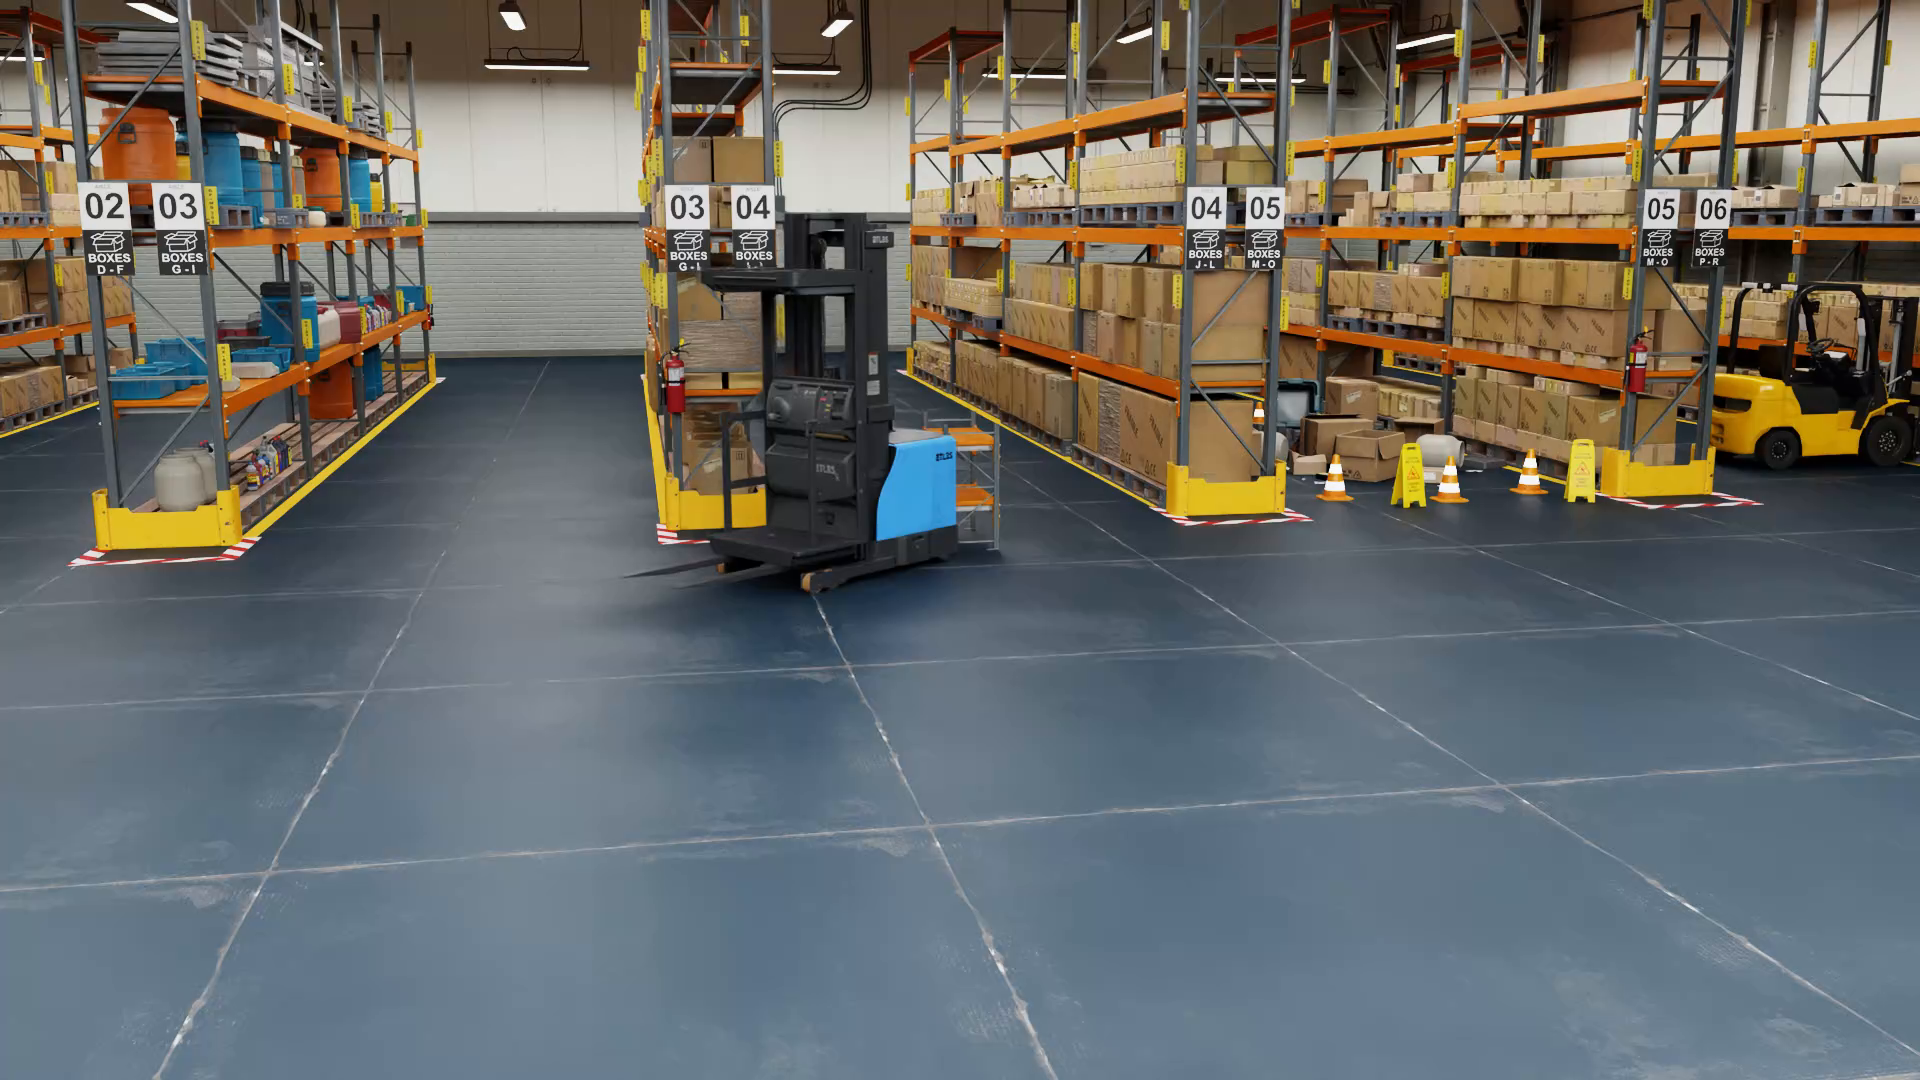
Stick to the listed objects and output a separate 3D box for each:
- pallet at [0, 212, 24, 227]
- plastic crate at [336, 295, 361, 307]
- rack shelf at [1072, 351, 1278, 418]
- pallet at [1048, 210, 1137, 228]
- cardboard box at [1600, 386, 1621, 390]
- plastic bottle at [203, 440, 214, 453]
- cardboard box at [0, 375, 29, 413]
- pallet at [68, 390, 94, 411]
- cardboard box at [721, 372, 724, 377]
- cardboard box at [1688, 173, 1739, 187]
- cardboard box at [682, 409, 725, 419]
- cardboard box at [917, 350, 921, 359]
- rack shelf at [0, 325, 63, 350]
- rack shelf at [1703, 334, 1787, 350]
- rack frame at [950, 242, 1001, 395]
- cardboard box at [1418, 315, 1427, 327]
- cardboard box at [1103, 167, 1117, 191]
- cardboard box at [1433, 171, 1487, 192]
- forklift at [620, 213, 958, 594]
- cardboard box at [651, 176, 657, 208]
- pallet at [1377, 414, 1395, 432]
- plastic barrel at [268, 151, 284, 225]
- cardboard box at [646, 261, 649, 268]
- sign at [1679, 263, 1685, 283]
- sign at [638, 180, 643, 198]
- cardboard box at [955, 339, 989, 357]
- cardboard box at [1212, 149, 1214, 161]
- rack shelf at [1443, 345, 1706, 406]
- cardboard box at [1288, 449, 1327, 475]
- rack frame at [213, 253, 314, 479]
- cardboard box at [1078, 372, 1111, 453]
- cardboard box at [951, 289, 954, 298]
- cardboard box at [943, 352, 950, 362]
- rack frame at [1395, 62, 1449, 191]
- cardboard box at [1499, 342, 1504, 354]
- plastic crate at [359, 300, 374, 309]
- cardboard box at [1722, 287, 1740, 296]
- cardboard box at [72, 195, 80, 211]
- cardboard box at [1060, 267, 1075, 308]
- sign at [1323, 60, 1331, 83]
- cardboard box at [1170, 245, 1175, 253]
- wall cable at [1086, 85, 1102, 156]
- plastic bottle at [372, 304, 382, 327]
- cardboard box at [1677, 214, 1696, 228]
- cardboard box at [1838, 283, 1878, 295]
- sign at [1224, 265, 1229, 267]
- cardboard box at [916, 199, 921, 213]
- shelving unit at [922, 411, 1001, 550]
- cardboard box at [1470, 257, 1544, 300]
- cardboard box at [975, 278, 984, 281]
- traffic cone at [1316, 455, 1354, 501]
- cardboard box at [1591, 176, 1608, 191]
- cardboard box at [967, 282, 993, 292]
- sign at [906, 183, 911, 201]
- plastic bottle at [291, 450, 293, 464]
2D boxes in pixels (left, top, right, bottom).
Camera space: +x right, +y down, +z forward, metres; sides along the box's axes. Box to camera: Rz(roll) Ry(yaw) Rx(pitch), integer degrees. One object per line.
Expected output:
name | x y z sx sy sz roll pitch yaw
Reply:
pallet | -14.006 -4.513 23.416 1.213 0.211 1.003 -2 11 -11
plastic crate | -9.835 -3.718 26.643 0.392 0.384 0.575 -2 11 -11
rack shelf | 2.279 -1.777 18.490 1.077 0.370 4.000 -2 11 -11
pallet | 1.663 -4.044 20.962 0.805 0.209 1.217 -3 11 -13
cardboard box | 7.417 -1.537 19.528 0.500 0.500 0.500 -2 11 -10
plastic bottle | -8.103 -0.907 17.903 0.144 0.351 0.185 -2 11 -9
cardboard box | -13.606 -2.075 23.641 0.500 0.500 0.500 -3 11 -13
pallet | -14.401 -2.200 26.242 1.003 0.211 1.213 -2 11 -11
cardboard box | -2.288 -1.769 17.193 0.380 0.149 0.250 -2 11 -11
cardboard box | 10.916 -5.061 24.136 0.500 0.500 0.500 -2 11 -10
cardboard box | -2.956 -1.239 19.301 0.500 0.500 0.500 -2 11 -13
cardboard box | -0.596 -3.493 31.284 0.380 0.149 0.250 -2 11 -11
rack shelf | -13.880 -2.723 23.460 1.077 0.370 4.000 -2 11 -11
rack shelf | 11.205 -2.891 24.340 1.077 0.370 4.000 -2 11 -11
rack frame | 0.334 -3.965 28.059 1.000 3.000 0.127 -2 11 -11
cardboard box | 6.321 -2.912 22.078 0.380 0.149 0.250 -2 11 -13
cardboard box | 1.909 -4.014 18.511 0.500 0.250 0.500 -2 11 -12
cardboard box | 6.488 -4.650 21.575 0.500 0.250 0.500 -2 11 -10
forklift | -1.354 -1.124 13.318 1.130 2.935 3.031 9 14 39
cardboard box | -3.734 -4.557 21.543 0.500 0.500 0.500 -2 11 -13
pallet | 6.332 -1.693 23.582 1.003 0.211 1.213 -2 11 -11
plastic barrel | -8.420 -4.201 19.935 0.600 0.901 0.708 -2 11 -11
cardboard box | -5.296 -4.693 29.485 0.500 0.500 0.500 -2 11 -13
sign | 11.360 -4.201 26.201 0.100 0.325 0.005 -2 11 -11
sign | -5.874 -6.459 30.593 0.100 0.325 0.005 -2 11 -11
cardboard box | 0.219 -3.167 27.421 0.500 0.250 0.500 -3 11 -14
cardboard box | 2.769 -3.973 17.230 0.380 0.149 0.250 -2 11 -10
rack shelf | 7.115 -1.976 19.534 1.077 0.370 4.000 -2 11 -11
cardboard box | 4.031 -0.906 19.302 0.396 0.266 0.258 0 11 -1
rack frame | -7.853 -2.156 18.554 1.000 3.000 0.127 -2 11 -11
cardboard box | 1.944 -1.542 19.890 0.875 0.875 0.875 -2 11 -10
cardboard box | 0.062 -4.010 27.050 0.380 0.149 0.250 -2 11 -10
cardboard box | -0.079 -3.164 28.763 0.380 0.149 0.250 -2 11 -10
rack frame | 9.260 -8.025 33.348 1.000 3.000 0.127 -2 11 -11
cardboard box | 6.751 -2.317 20.073 0.380 0.149 0.250 -2 11 -11
plastic crate | -10.148 -3.950 28.268 0.416 0.233 0.300 -2 11 -11
cardboard box | 11.032 -3.533 23.788 0.380 0.149 0.250 -2 11 -11
cardboard box | -14.304 -5.371 26.488 0.500 0.250 0.500 -2 11 -11
cardboard box | 1.686 -3.223 21.220 0.700 0.500 0.500 -2 11 -12
sign | 5.404 -6.893 24.475 0.100 0.325 0.005 -2 11 -11
cardboard box | 4.248 -5.584 31.887 0.380 0.149 0.250 -2 11 -9
wall cable | 3.009 -8.877 37.823 0.463 3.000 0.029 -2 11 -11
plastic bottle | -8.874 -3.408 25.266 0.144 0.351 0.185 -2 11 -11
cardboard box | 7.758 -3.385 17.664 0.380 0.149 0.250 -2 11 -11
cardboard box | 11.563 -3.231 21.405 0.380 0.149 0.250 -2 11 -12
sign | 4.626 -4.607 28.906 0.100 0.325 0.005 -2 11 -11
cardboard box | -0.511 -6.158 30.625 0.500 0.250 0.500 -2 11 -12
shelving unit | -0.001 -0.554 15.151 0.538 1.125 1.048 -2 11 -11
cardboard box | 6.677 -3.200 20.301 0.700 0.500 0.500 -2 11 -11
cardboard box | 0.485 -4.260 28.547 0.500 0.500 0.500 -2 11 -12
traffic cone | 3.958 -0.667 17.516 0.336 0.463 0.334 -2 11 -11
cardboard box | 7.068 -3.851 17.975 0.380 0.149 0.250 -2 11 -12
cardboard box | 0.318 -3.917 25.764 0.380 0.149 0.250 -2 11 -8
sign | -0.976 -6.582 31.448 0.100 0.325 0.005 -2 11 -11
plastic bottle | -7.477 -0.942 18.484 0.097 0.201 0.097 0 11 0
